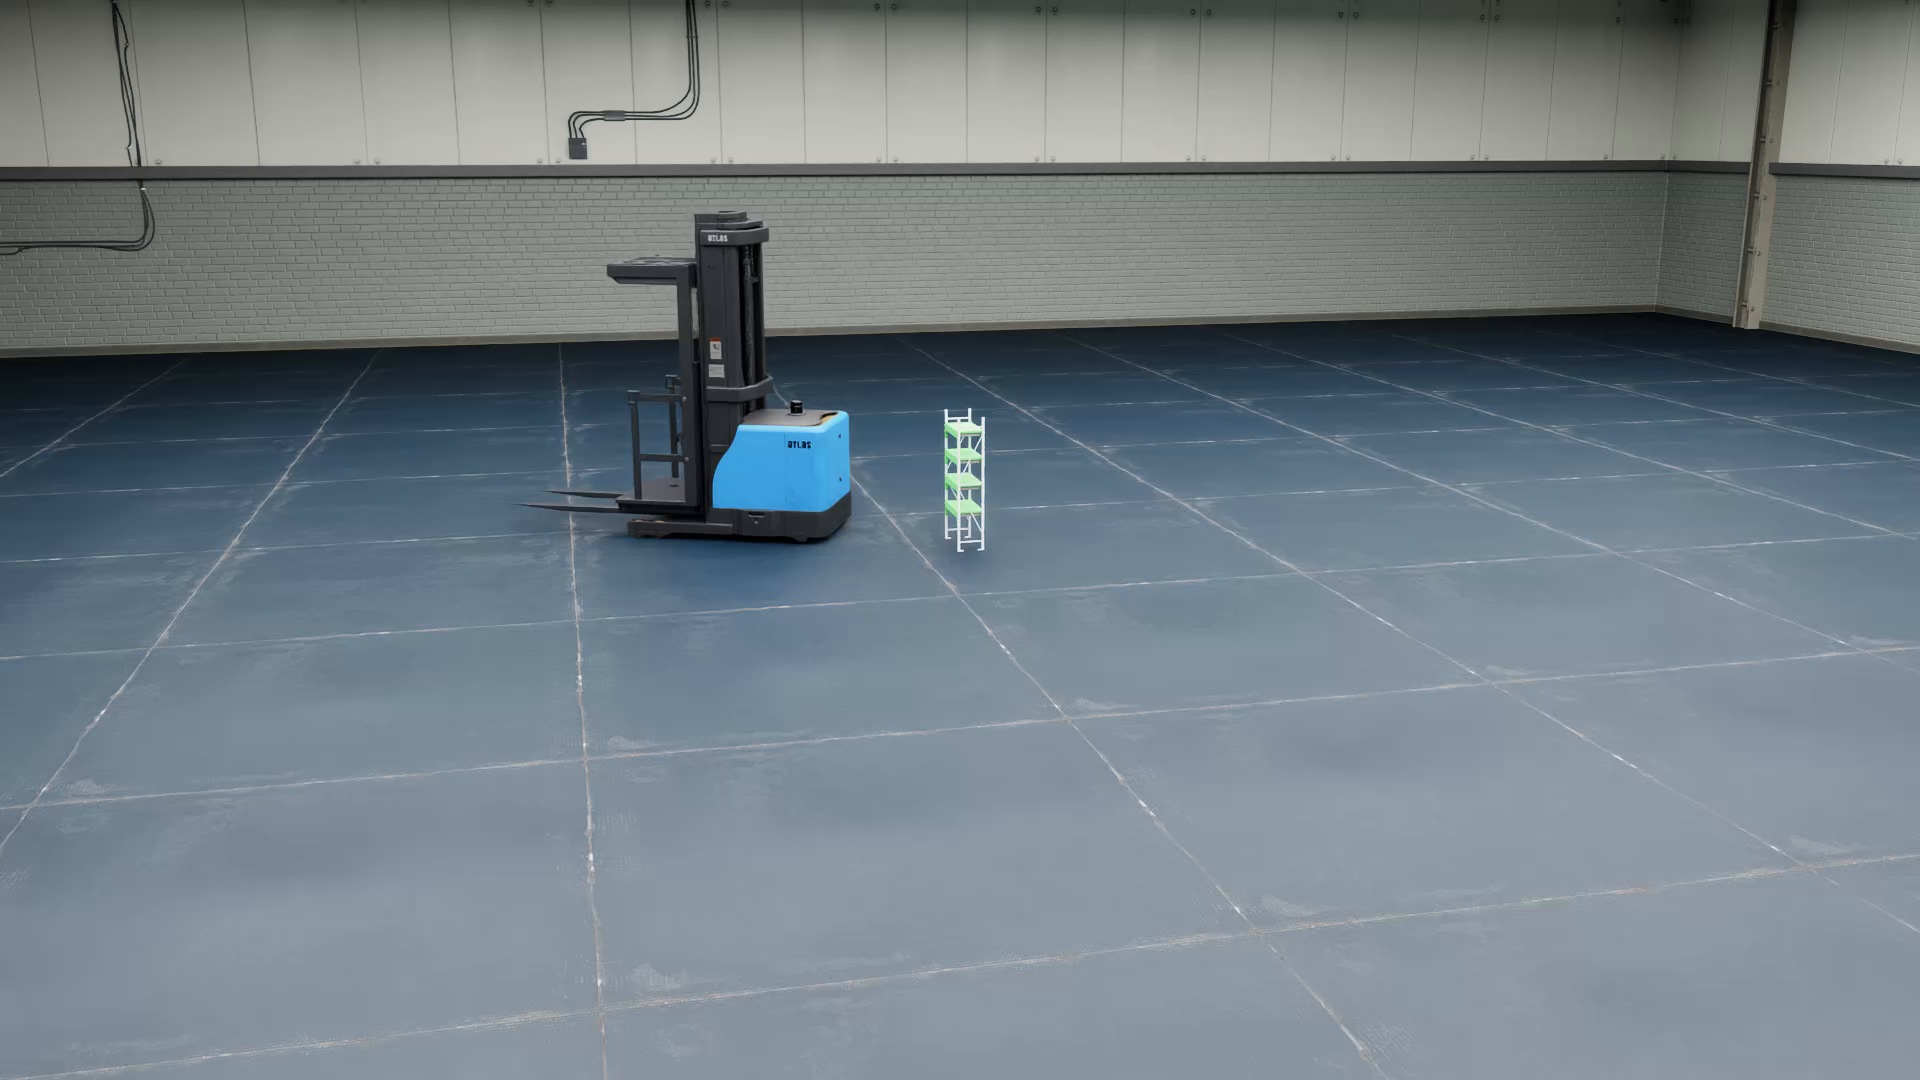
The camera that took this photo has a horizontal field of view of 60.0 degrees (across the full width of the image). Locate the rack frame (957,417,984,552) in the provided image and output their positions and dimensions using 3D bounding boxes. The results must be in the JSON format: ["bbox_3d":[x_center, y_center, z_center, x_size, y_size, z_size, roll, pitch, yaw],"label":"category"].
[{"bbox_3d":[0.096,-0.488,14.721,0.240,1.200,0.015,-3,14,-13],"label":"rack frame"}]

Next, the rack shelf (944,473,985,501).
[{"bbox_3d":[0.039,-0.483,14.966,0.258,0.148,0.480,-3,14,-13],"label":"rack shelf"}]

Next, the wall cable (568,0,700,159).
[{"bbox_3d":[-5.686,-9.628,28.532,2.305,6.003,0.169,-3,14,-13],"label":"wall cable"}]

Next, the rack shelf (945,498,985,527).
[{"bbox_3d":[0.039,-0.249,15.023,0.258,0.148,0.480,-3,14,-13],"label":"rack shelf"}]

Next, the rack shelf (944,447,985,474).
[{"bbox_3d":[0.039,-0.716,14.910,0.258,0.148,0.480,-3,14,-13],"label":"rack shelf"}]

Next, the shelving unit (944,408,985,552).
[{"bbox_3d":[0.039,-0.545,14.951,0.258,1.200,0.503,-3,14,-13],"label":"shelving unit"}]

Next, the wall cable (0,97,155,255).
[{"bbox_3d":[-14.918,-5.942,27.153,3.097,2.526,0.112,-3,14,-13],"label":"wall cable"}]

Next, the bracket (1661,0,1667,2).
[{"bbox_3d":[14.108,-10.824,33.009,0.235,0.232,0.430,-3,14,-13],"label":"bracket"}]

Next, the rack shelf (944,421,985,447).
[{"bbox_3d":[0.039,-0.949,14.853,0.258,0.148,0.480,-3,14,-13],"label":"rack shelf"}]

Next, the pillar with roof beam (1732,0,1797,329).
[{"bbox_3d":[10.923,-8.213,29.905,9.100,9.000,0.548,-3,14,-13],"label":"pillar with roof beam"}]

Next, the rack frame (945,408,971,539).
[{"bbox_3d":[-0.018,-0.601,15.182,0.240,1.200,0.015,-3,14,-13],"label":"rack frame"}]

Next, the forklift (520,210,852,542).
[{"bbox_3d":[-2.605,-1.556,15.445,3.031,2.935,1.130,2,14,10],"label":"forklift"}]

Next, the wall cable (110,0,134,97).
[{"bbox_3d":[-12.288,-8.546,27.171,3.097,2.526,0.112,-3,14,-13],"label":"wall cable"}]
